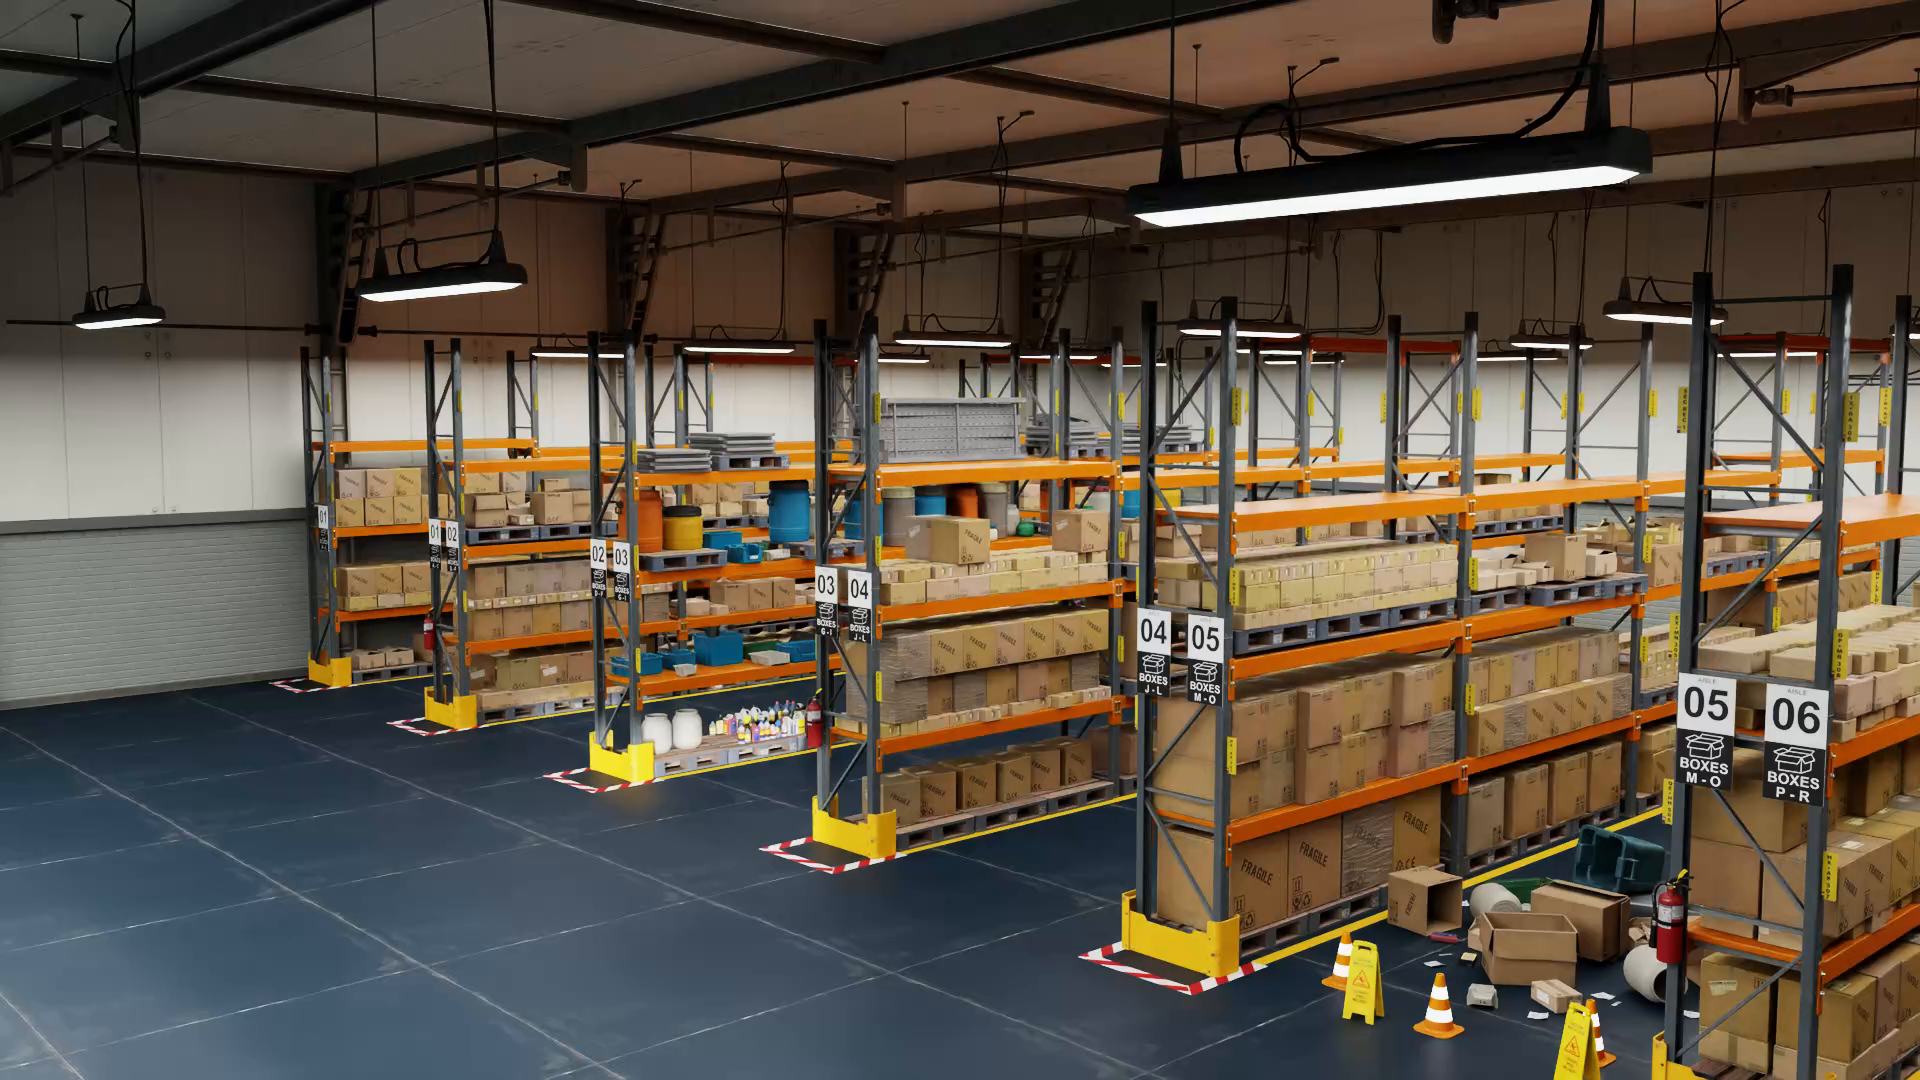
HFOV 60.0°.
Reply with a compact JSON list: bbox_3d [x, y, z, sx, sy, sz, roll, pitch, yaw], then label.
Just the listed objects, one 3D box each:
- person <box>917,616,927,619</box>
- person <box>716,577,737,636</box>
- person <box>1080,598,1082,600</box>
[{"bbox_3d":[-0.608,1.646,30.695,0.500,1.535,0.938,5,7,44],"label":"person"},{"bbox_3d":[-4.733,1.370,33.589,0.425,1.670,0.486,3,6,29],"label":"person"},{"bbox_3d":[2.410,1.557,31.402,1.028,1.620,0.651,-4,7,-42],"label":"person"}]
